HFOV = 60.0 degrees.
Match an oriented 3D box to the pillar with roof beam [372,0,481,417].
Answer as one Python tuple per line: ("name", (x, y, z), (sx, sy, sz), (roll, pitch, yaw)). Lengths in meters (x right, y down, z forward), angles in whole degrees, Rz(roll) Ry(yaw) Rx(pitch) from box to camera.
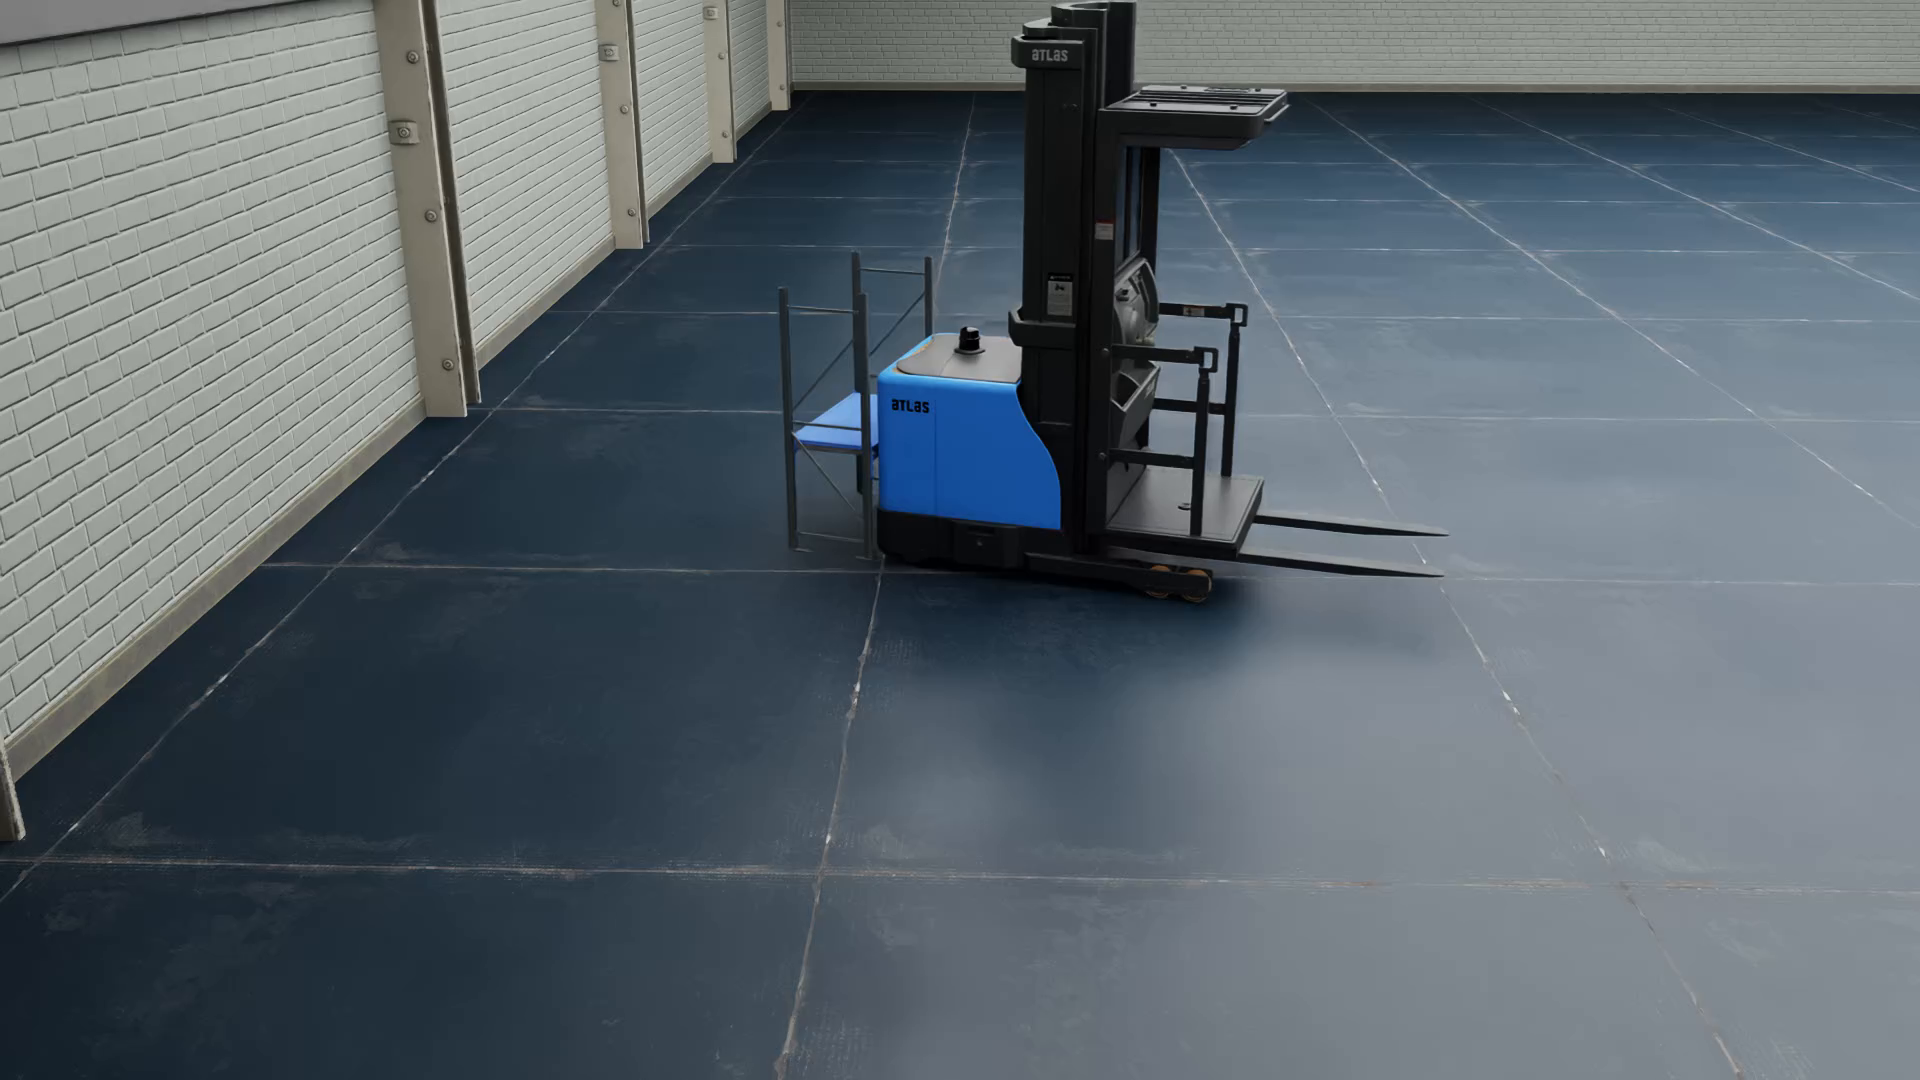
("pillar with roof beam", (0.649, -5.092, 10.213), (9.100, 9.000, 0.400), (1, 21, 2))

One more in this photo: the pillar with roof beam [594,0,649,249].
("pillar with roof beam", (0.832, -7.262, 15.804), (9.100, 9.000, 0.400), (1, 21, 2))

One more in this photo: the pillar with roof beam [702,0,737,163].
("pillar with roof beam", (1.014, -9.431, 21.395), (9.100, 9.000, 0.400), (1, 21, 2))

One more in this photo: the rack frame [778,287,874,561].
("rack frame", (-0.724, -0.616, 9.043), (0.500, 1.500, 0.032), (7, 22, 18))

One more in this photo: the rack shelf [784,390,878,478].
("rack shelf", (-0.559, -0.623, 9.557), (0.538, 0.185, 1.000), (7, 22, 18))

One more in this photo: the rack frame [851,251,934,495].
("rack frame", (-0.395, -0.965, 9.940), (0.500, 1.500, 0.032), (7, 22, 18))

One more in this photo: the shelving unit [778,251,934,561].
("shelving unit", (-0.559, -0.790, 9.492), (0.538, 1.500, 1.048), (7, 22, 18))

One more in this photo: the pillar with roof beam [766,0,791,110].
("pillar with roof beam", (1.197, -11.600, 26.986), (9.100, 9.000, 0.400), (1, 21, 2))

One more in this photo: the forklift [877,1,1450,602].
("forklift", (1.116, -1.257, 8.717), (3.031, 2.935, 1.130), (7, 22, 16))
